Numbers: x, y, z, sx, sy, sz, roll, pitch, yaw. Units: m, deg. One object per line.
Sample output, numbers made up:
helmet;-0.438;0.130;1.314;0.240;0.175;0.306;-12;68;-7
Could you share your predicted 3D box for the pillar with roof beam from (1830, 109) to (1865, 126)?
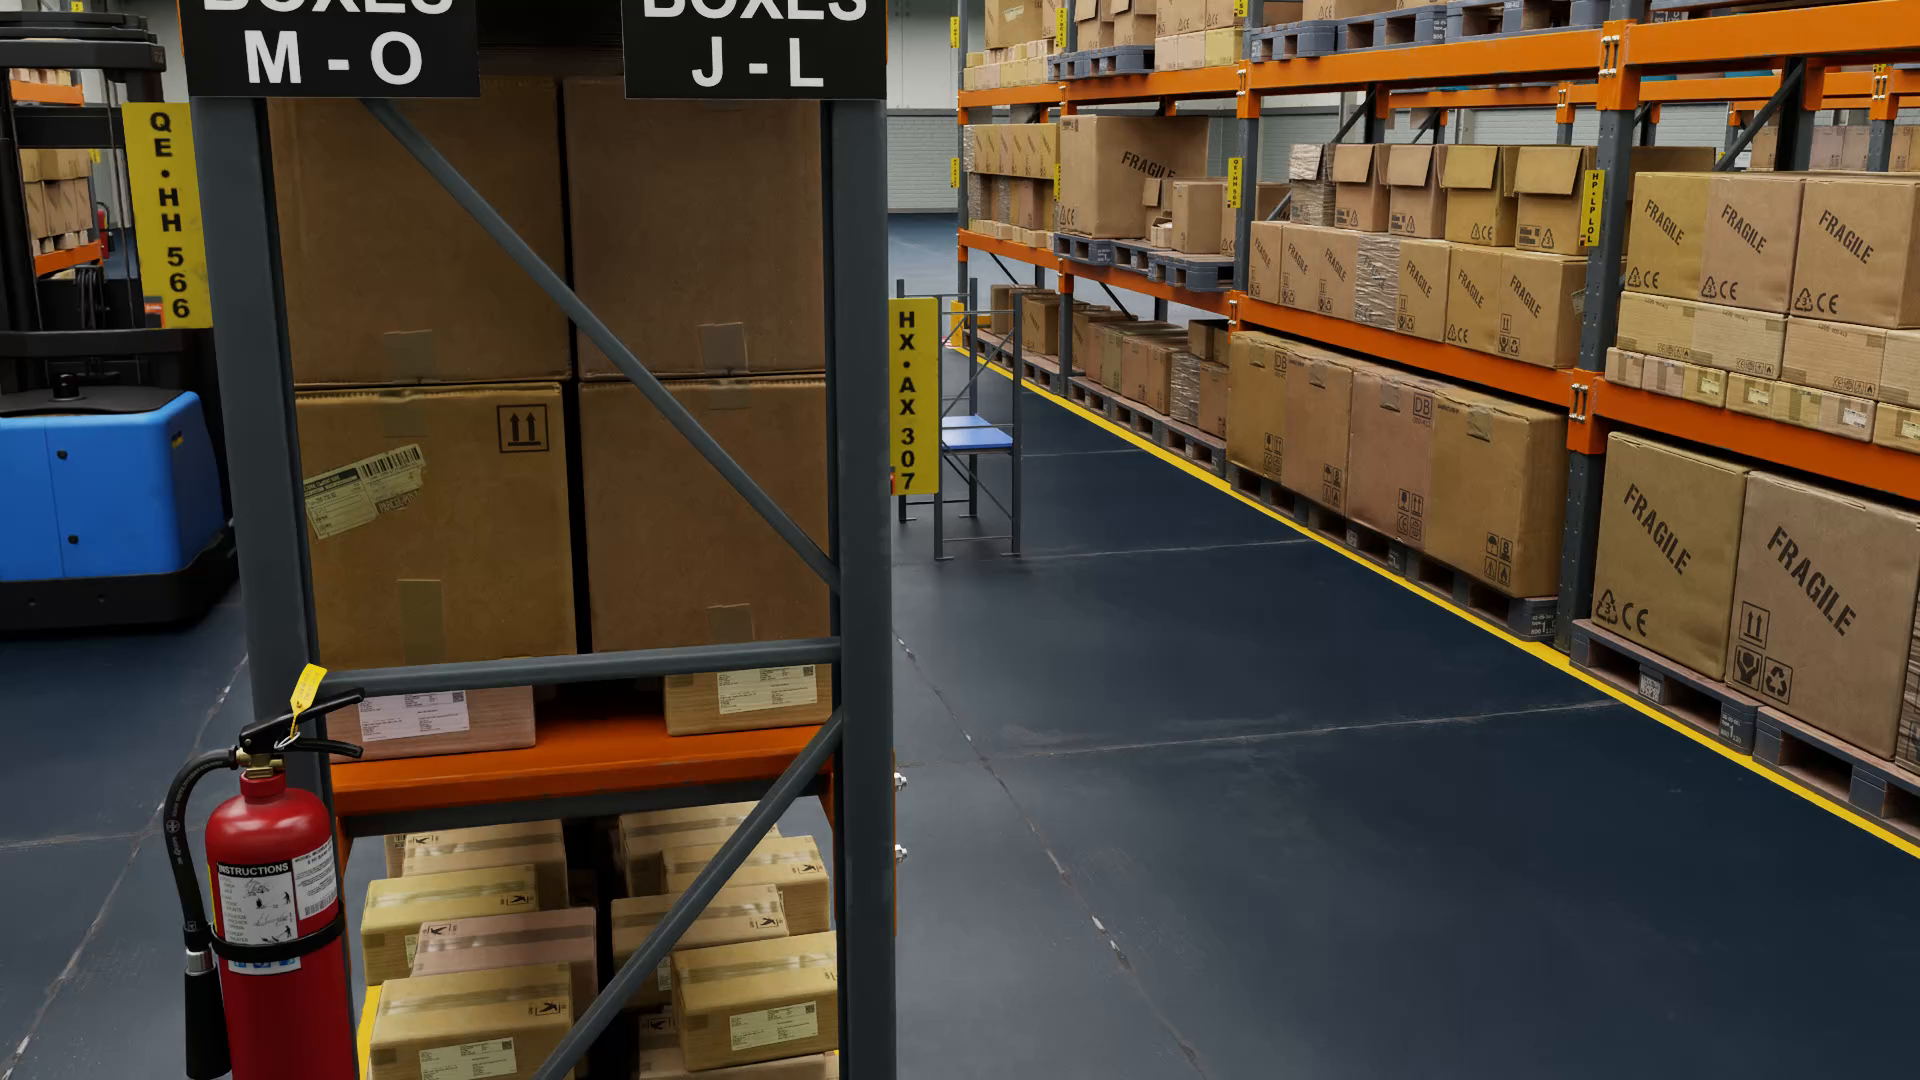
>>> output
pillar with roof beam;10.331;-8.502;25.765;9.100;9.000;0.400;-3;14;-13

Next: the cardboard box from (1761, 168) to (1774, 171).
cardboard box;10.052;-4.480;20.366;0.380;0.149;0.250;-4;14;-15

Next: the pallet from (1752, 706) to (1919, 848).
pallet;3.686;0.857;5.976;1.003;0.211;1.213;-3;14;-13

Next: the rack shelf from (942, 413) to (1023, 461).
rack shelf;-0.020;-0.574;9.872;0.538;0.185;1.000;-3;14;-13

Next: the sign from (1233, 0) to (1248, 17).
sign;1.826;-3.561;10.773;0.100;0.325;0.005;-3;14;-13

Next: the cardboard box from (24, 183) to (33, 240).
cardboard box;-8.297;-2.794;14.206;0.500;0.500;0.500;-3;14;-14

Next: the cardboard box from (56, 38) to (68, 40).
cardboard box;-8.792;-4.837;15.933;0.380;0.149;0.250;-3;14;-13

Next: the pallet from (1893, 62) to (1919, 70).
pallet;7.253;-3.342;11.364;1.003;0.211;1.213;-3;14;-13

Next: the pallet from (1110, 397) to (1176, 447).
pallet;1.888;-0.989;13.531;1.003;0.211;1.213;-3;14;-13

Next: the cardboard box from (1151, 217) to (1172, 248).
cardboard box;1.699;-2.391;12.792;0.396;0.266;0.258;-4;14;-15

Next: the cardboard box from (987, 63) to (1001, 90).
cardboard box;0.576;-4.754;17.060;0.500;0.250;0.500;-3;14;-13

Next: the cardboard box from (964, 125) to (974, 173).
cardboard box;0.339;-4.265;18.119;0.500;0.500;0.500;-3;14;-13

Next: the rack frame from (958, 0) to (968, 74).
rack frame;0.475;-6.642;18.155;1.000;3.000;0.127;-3;14;-13

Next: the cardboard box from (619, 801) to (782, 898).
cardboard box;-0.660;0.793;4.228;0.380;0.149;0.250;-4;14;-16

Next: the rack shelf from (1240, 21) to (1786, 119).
rack shelf;2.823;-2.529;9.153;1.077;0.370;4.000;-3;14;-13

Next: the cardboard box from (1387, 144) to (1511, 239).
cardboard box;2.824;-1.944;9.240;0.797;0.503;0.637;-3;14;-11

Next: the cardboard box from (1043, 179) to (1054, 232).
cardboard box;1.285;-3.223;15.962;0.875;0.500;0.500;-3;14;-13

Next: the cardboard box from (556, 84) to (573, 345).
cardboard box;-0.585;-0.697;3.516;0.500;0.500;0.500;-3;14;-12

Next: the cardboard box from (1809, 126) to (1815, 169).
cardboard box;10.343;-4.717;19.968;0.700;0.500;0.500;-4;14;-15

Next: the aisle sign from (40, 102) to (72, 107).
aisle sign;-8.891;-4.469;16.422;0.394;0.787;0.004;-3;14;-13

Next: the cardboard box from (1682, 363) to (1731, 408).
cardboard box;3.163;-0.630;6.713;0.380;0.149;0.250;-3;14;-11

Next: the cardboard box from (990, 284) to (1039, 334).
cardboard box;0.605;-2.573;18.520;0.500;0.500;0.500;-1;14;-3

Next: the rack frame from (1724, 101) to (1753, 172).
rack frame;10.105;-4.279;21.123;1.000;3.000;0.127;-3;14;-13

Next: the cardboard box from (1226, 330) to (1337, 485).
cardboard box;2.495;-0.894;10.858;1.225;0.875;0.875;-4;14;-16

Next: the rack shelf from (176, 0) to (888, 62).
rack shelf;-1.082;-1.353;4.340;1.077;0.370;4.000;-3;14;-13

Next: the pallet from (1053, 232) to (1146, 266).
pallet;1.452;-2.528;14.357;1.003;0.211;1.213;-3;14;-13

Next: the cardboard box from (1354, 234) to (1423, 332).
cardboard box;2.566;-1.452;9.338;0.500;0.500;0.500;-3;14;-13

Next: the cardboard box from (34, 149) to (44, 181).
cardboard box;-8.512;-3.397;14.567;0.700;0.500;0.500;-3;14;-14

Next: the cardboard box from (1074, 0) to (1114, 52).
cardboard box;1.428;-4.403;14.205;0.797;0.503;0.637;-4;14;-16

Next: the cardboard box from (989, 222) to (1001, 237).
cardboard box;0.525;-3.295;17.624;0.380;0.149;0.250;-3;14;-13

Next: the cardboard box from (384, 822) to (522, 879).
cardboard box;-1.287;0.764;4.348;0.380;0.149;0.250;-3;14;-11

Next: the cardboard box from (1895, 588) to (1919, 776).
cardboard box;3.791;0.438;5.406;0.875;0.875;0.875;-3;14;-13

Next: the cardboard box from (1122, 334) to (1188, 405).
cardboard box;1.763;-1.422;13.766;0.700;0.500;0.500;-5;14;-18

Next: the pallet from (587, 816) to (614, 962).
pallet;-1.070;1.083;5.050;1.003;0.211;1.213;-3;14;-13

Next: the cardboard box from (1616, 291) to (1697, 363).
cardboard box;3.149;-0.908;7.015;0.500;0.250;0.500;-4;14;-14

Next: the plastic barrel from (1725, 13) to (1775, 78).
plastic barrel;6.866;-4.375;14.138;0.600;0.901;0.708;-3;14;-13

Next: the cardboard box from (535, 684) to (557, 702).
cardboard box;-0.986;0.219;3.239;0.380;0.149;0.250;-3;14;-13

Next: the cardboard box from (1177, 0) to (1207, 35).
cardboard box;1.867;-3.845;11.760;0.500;0.500;0.500;-3;14;-13

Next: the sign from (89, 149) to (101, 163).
sign;-8.614;-3.918;16.538;0.100;0.325;0.005;-3;14;-13

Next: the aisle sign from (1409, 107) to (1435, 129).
aisle sign;5.561;-5.300;19.824;0.394;0.787;0.004;-3;14;-13

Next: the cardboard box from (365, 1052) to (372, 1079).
cardboard box;-1.014;1.147;3.409;0.380;0.149;0.250;-4;14;-15

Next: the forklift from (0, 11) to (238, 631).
forklift;-4.571;-1.288;9.025;1.130;2.935;3.031;-3;14;-12

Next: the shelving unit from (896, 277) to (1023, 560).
shelving unit;-0.020;-0.748;9.830;0.538;1.500;1.048;-3;14;-13

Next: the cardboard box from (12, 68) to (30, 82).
cardboard box;-8.398;-4.092;14.566;0.380;0.149;0.250;-3;14;-14

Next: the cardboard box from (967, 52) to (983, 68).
cardboard box;0.281;-5.164;17.901;0.380;0.149;0.250;-3;14;-12

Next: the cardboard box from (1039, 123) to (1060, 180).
cardboard box;1.041;-3.573;15.286;0.500;0.500;0.500;-3;14;-13

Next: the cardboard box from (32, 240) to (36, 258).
cardboard box;-8.272;-2.517;14.439;0.380;0.149;0.250;-3;14;-13

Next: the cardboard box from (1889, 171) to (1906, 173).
cardboard box;10.535;-4.006;18.426;0.380;0.149;0.250;-3;14;-13

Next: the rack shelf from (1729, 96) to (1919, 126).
rack shelf;10.575;-4.926;18.964;1.077;0.370;4.000;-3;14;-13

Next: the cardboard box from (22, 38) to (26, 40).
cardboard box;-8.412;-4.250;14.370;0.500;0.250;0.500;-3;14;-13
